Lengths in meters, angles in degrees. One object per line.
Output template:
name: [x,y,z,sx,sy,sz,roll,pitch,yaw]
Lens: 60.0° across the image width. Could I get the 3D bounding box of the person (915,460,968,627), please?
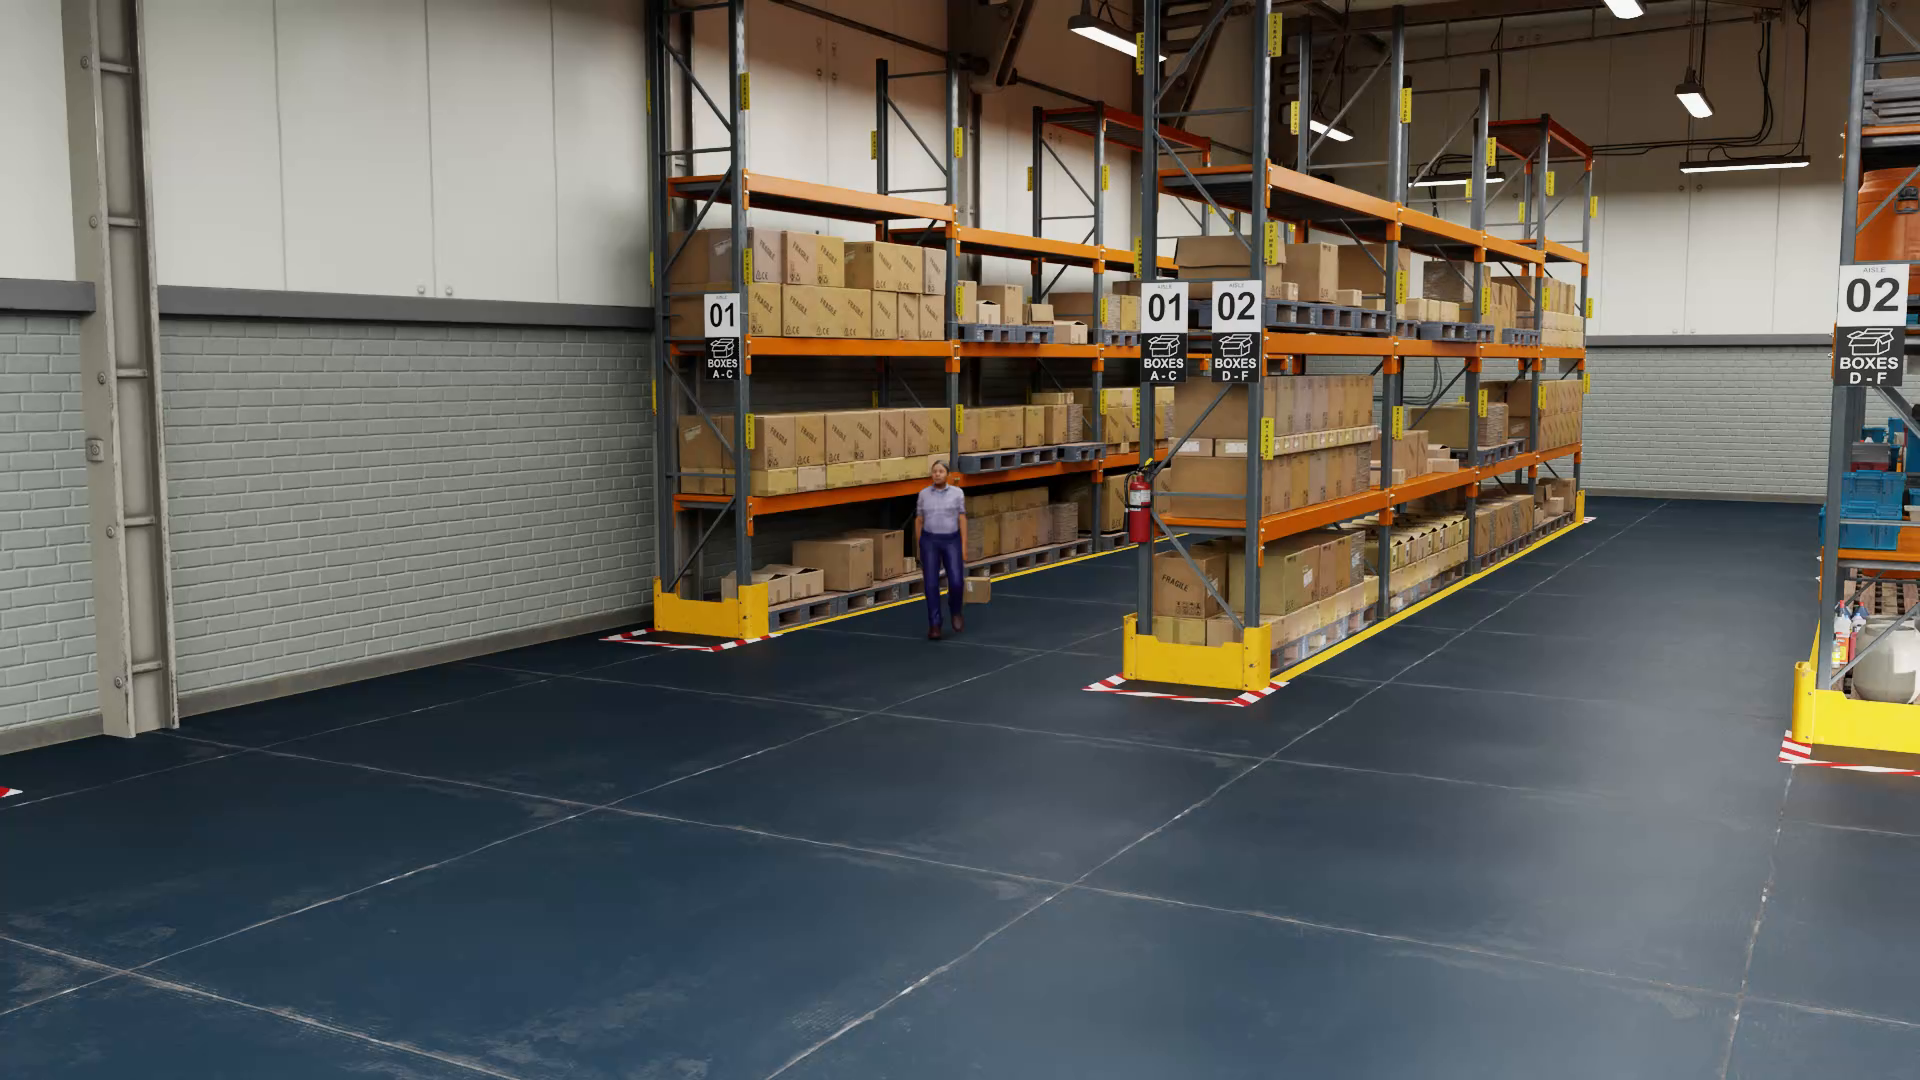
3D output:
person: [-0.176,0.042,15.472,0.499,1.575,0.435,1,6,5]
